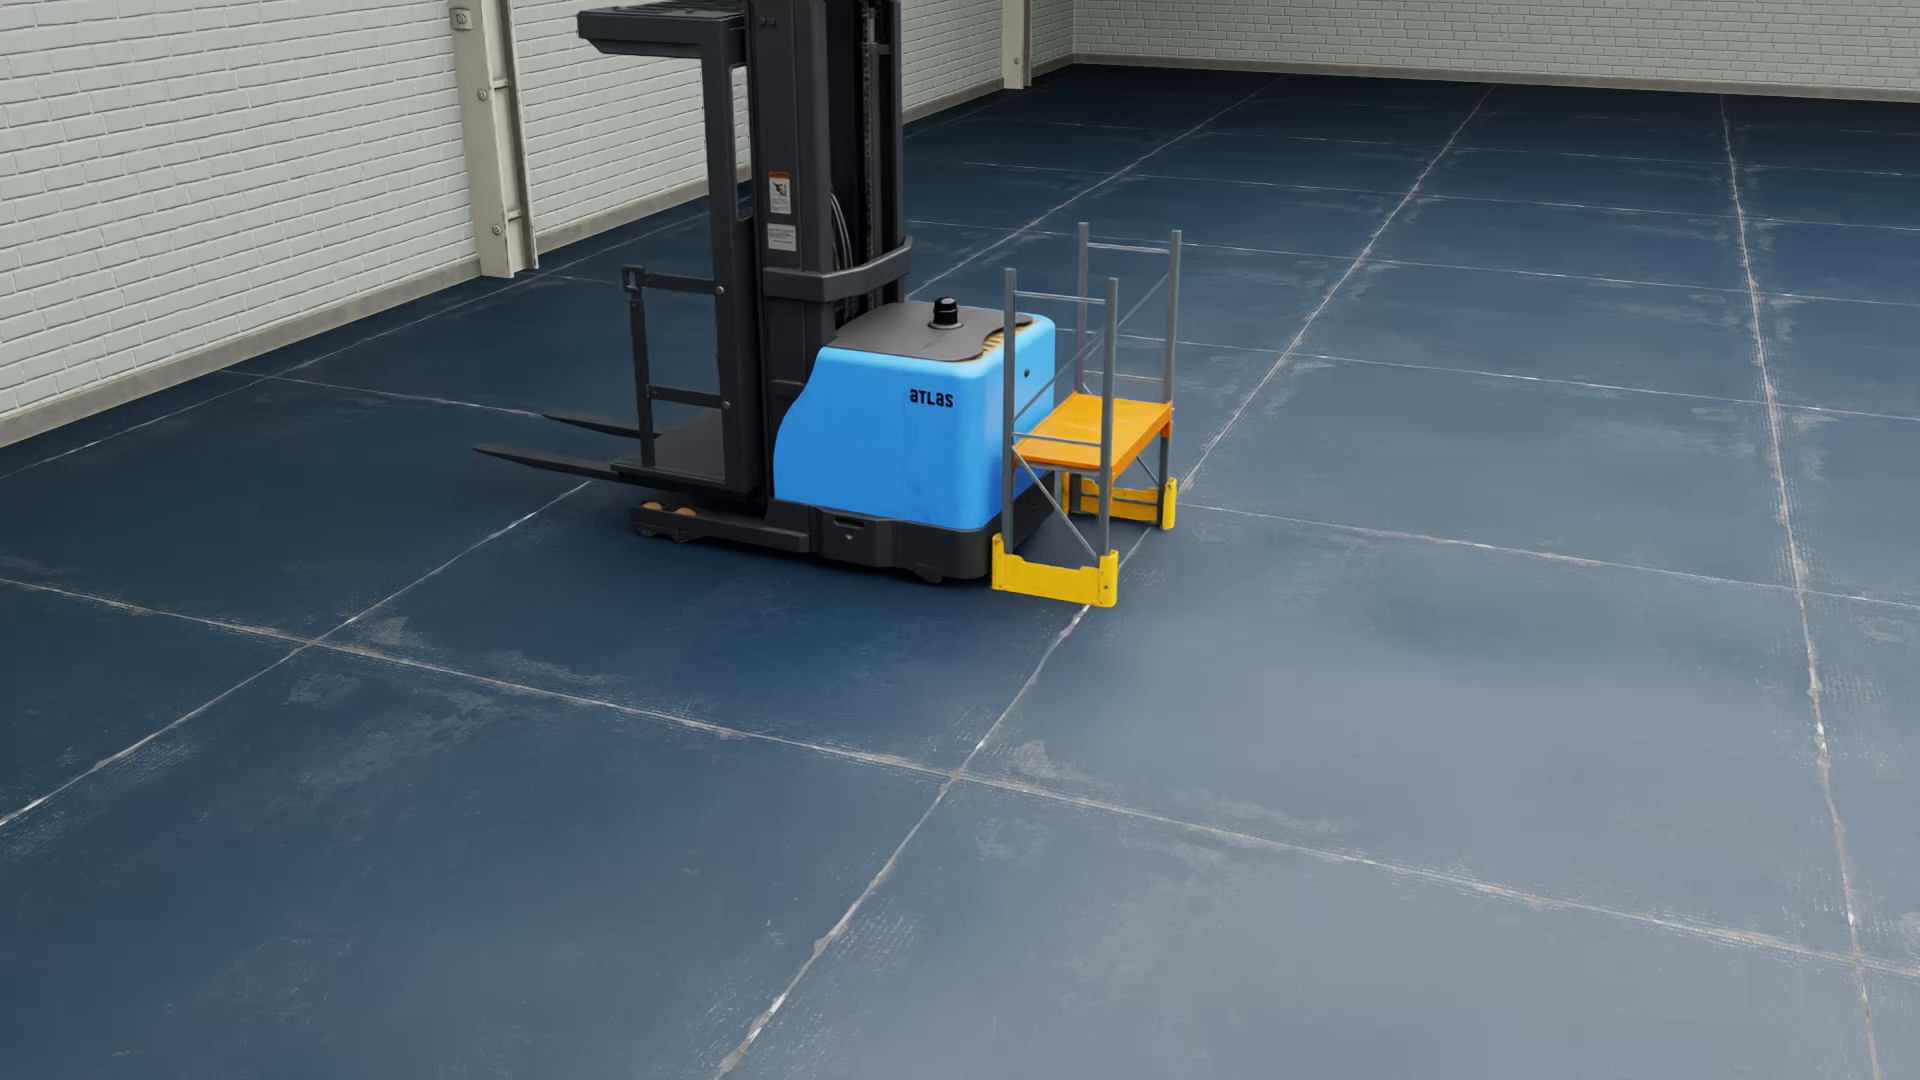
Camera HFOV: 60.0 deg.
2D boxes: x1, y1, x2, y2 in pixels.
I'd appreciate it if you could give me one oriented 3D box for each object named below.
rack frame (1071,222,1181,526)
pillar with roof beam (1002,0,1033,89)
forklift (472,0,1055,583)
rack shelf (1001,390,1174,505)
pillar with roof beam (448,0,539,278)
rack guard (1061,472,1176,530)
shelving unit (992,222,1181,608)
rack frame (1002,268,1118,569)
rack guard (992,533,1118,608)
[{"bbox_3d":[0.809,-0.802,8.225,0.500,1.500,0.032,9,24,20],"label":"rack frame"},{"bbox_3d":[4.804,-10.006,20.529,9.100,9.000,0.400,9,24,20],"label":"pillar with roof beam"},{"bbox_3d":[-1.085,-1.515,8.075,3.031,2.935,1.130,10,25,22],"label":"forklift"},{"bbox_3d":[0.619,-0.455,7.859,0.538,0.185,1.000,9,24,20],"label":"rack shelf"},{"bbox_3d":[0.346,-5.712,10.249,9.100,9.000,0.400,9,24,20],"label":"pillar with roof beam"},{"bbox_3d":[0.802,-0.219,8.449,0.587,0.250,0.087,9,24,20],"label":"rack guard"},{"bbox_3d":[0.615,-0.617,7.782,0.587,1.500,1.083,9,24,20],"label":"shelving unit"},{"bbox_3d":[0.428,-0.439,7.355,0.500,1.500,0.032,9,24,20],"label":"rack frame"},{"bbox_3d":[0.428,0.137,7.597,0.587,0.250,0.087,9,24,20],"label":"rack guard"}]
